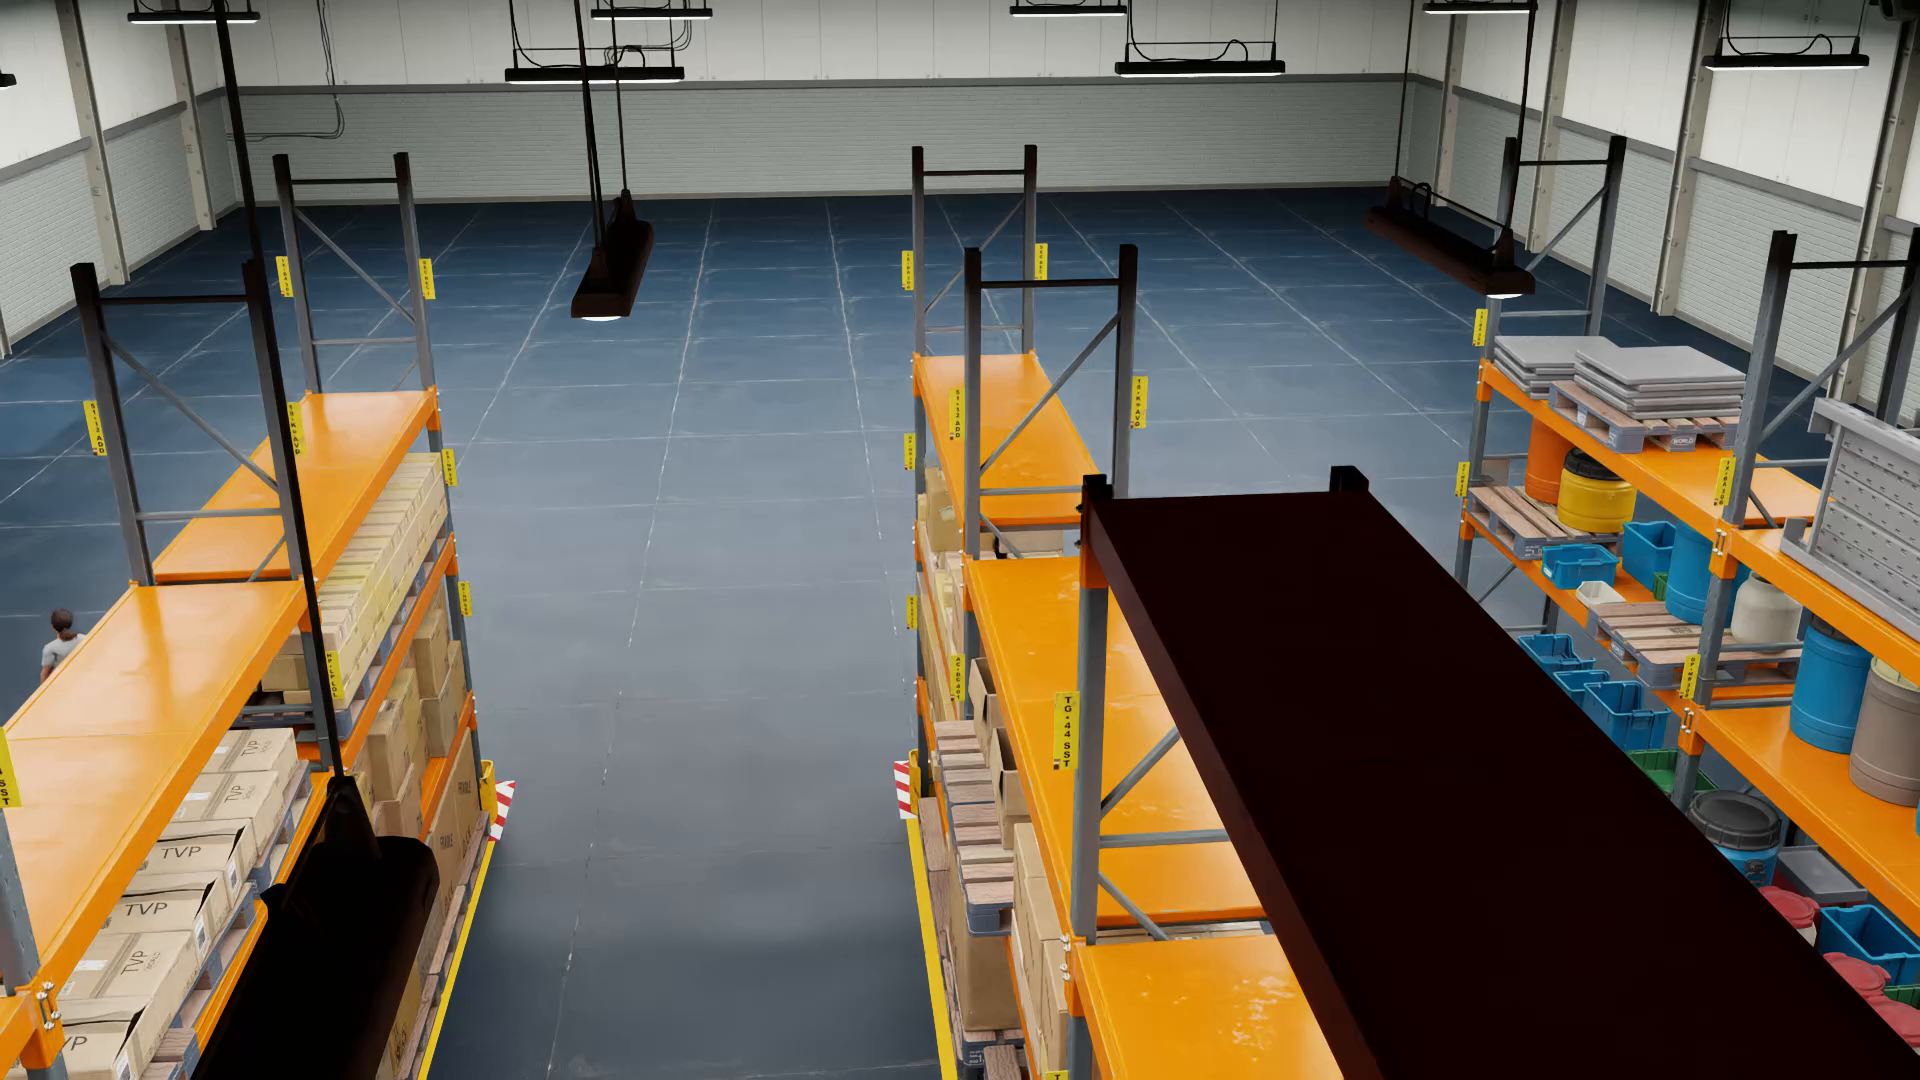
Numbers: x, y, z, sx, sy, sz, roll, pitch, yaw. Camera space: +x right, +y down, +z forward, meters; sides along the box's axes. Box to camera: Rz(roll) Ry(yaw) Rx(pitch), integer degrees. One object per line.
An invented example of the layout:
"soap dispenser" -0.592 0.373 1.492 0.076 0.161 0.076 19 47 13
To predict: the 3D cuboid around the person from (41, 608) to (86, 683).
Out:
"person" -8.459 1.409 15.845 0.965 1.634 0.462 15 26 33
